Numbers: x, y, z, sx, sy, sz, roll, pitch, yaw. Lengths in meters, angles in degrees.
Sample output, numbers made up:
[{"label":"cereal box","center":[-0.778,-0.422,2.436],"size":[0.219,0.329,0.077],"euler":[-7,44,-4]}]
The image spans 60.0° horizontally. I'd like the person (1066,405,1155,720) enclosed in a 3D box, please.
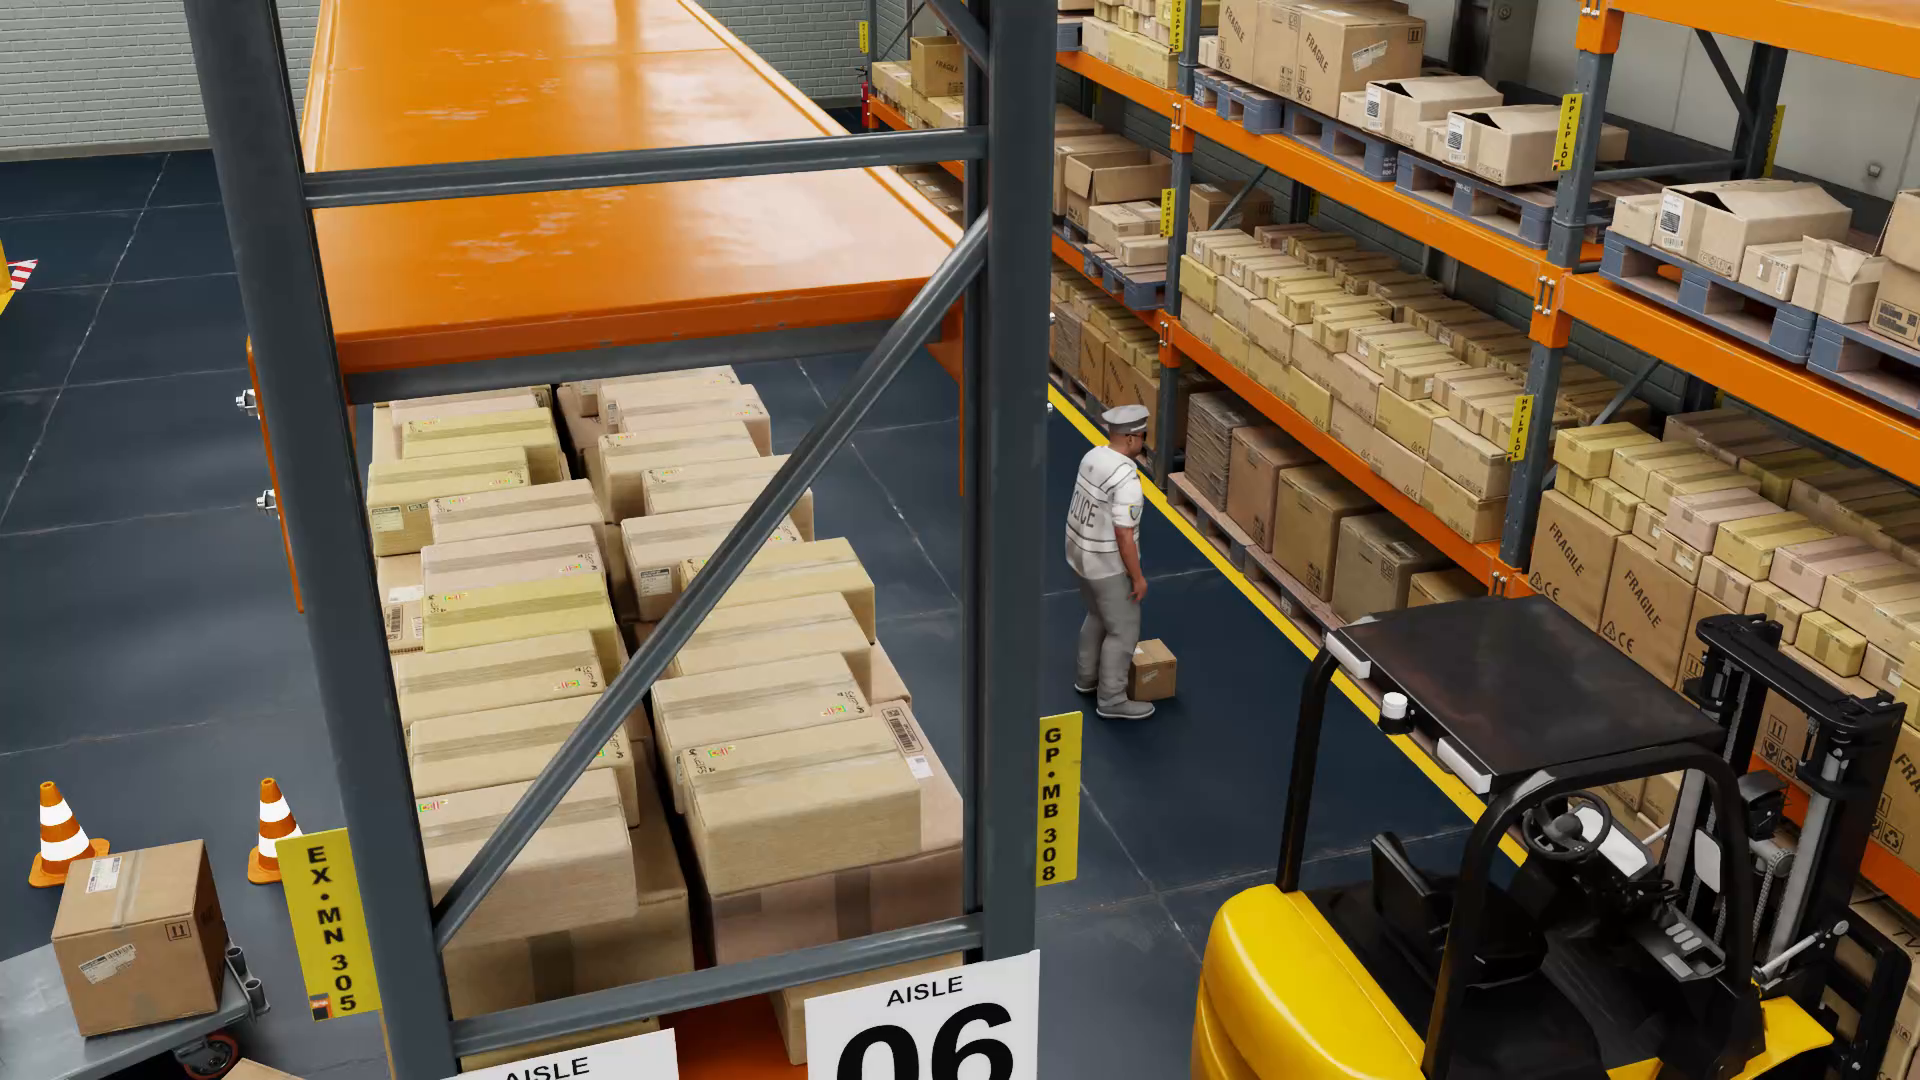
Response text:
[{"label":"person","center":[0.814,0.115,9.121],"size":[0.433,1.748,0.594],"euler":[-9,27,-17]}]
